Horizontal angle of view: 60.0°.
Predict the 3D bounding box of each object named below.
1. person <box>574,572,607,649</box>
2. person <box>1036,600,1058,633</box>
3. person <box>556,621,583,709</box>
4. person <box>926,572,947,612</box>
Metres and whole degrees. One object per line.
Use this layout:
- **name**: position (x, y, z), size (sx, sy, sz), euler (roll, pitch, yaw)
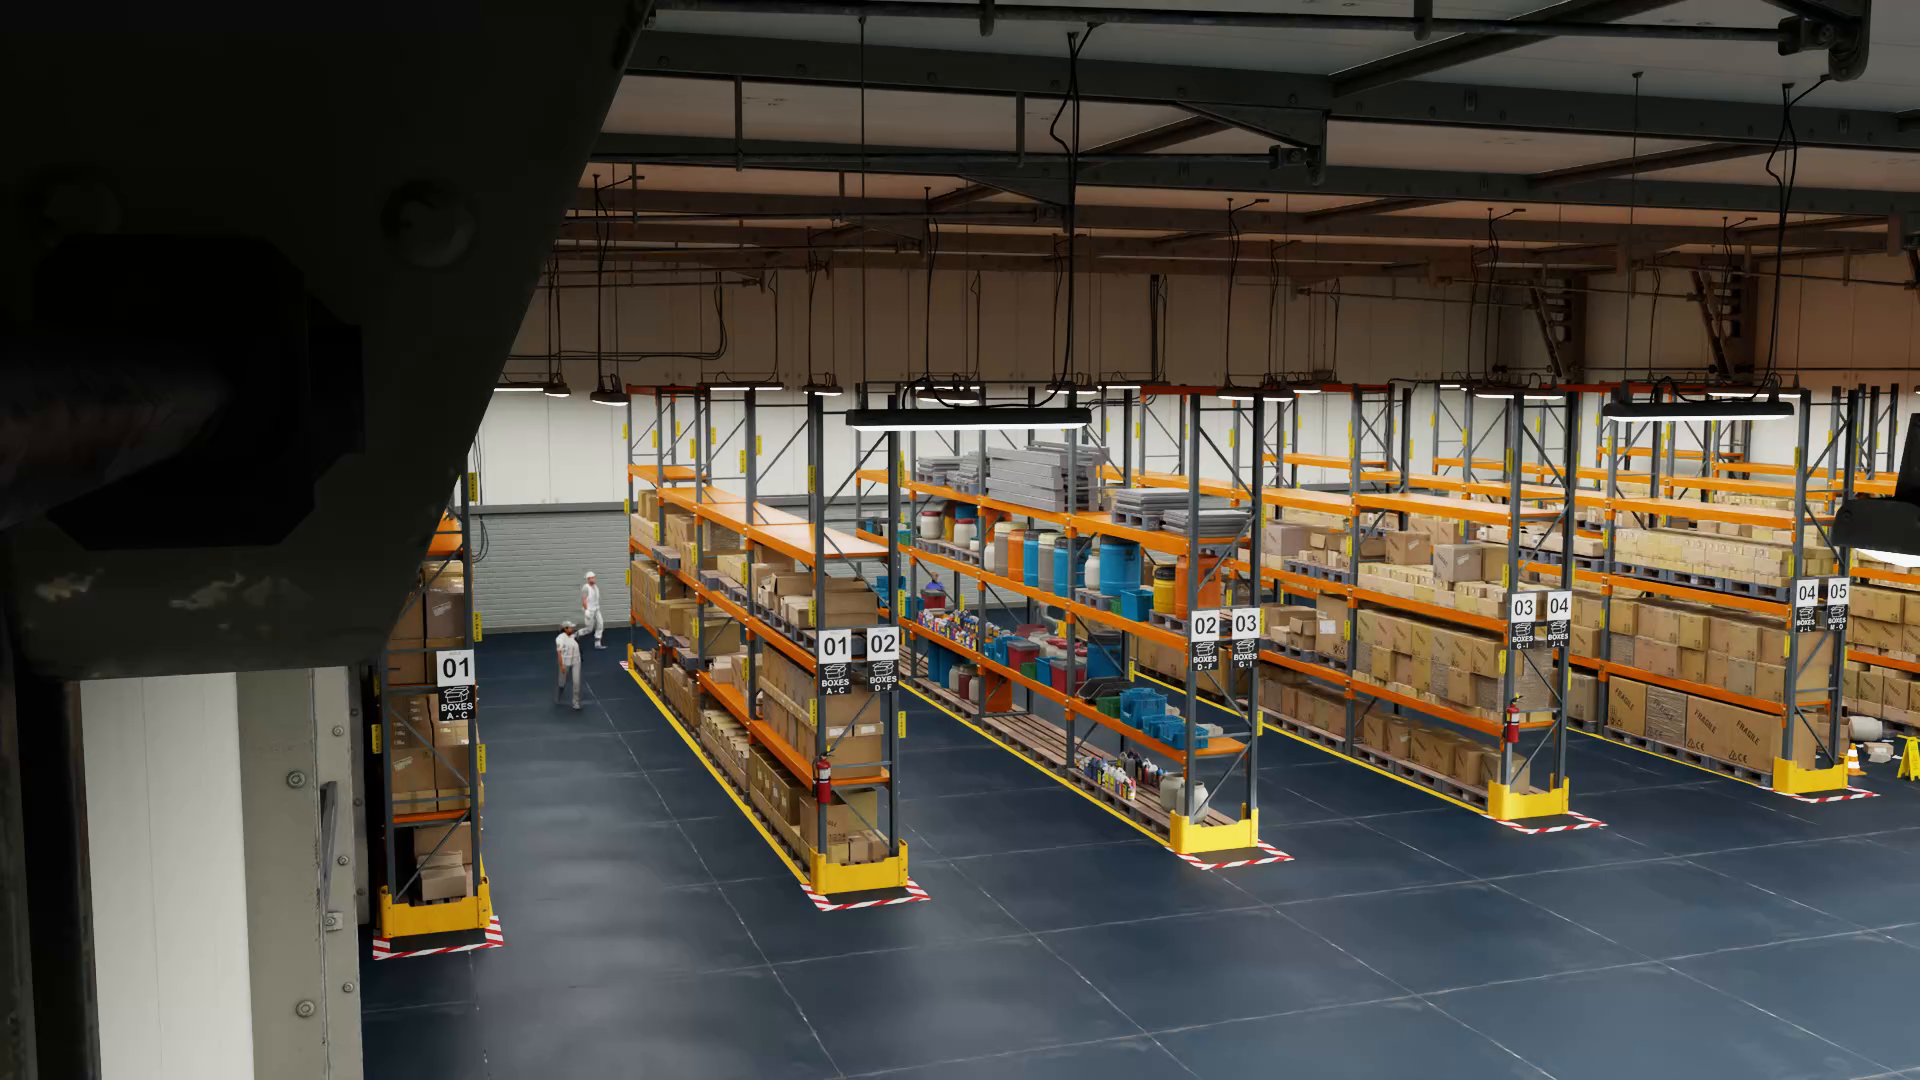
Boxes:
- **person**: position (-8.337, 1.587, 37.390), size (0.797, 1.756, 0.565), euler (2, 6, 19)
- **person**: position (2.032, 1.484, 39.422), size (0.851, 1.569, 0.450), euler (1, 6, 13)
- **person**: position (-7.284, 2.307, 31.015), size (0.489, 1.631, 0.665), euler (-2, 6, -20)
- **person**: position (-0.558, 1.536, 38.699), size (0.432, 1.601, 1.024), euler (-3, 7, -28)
